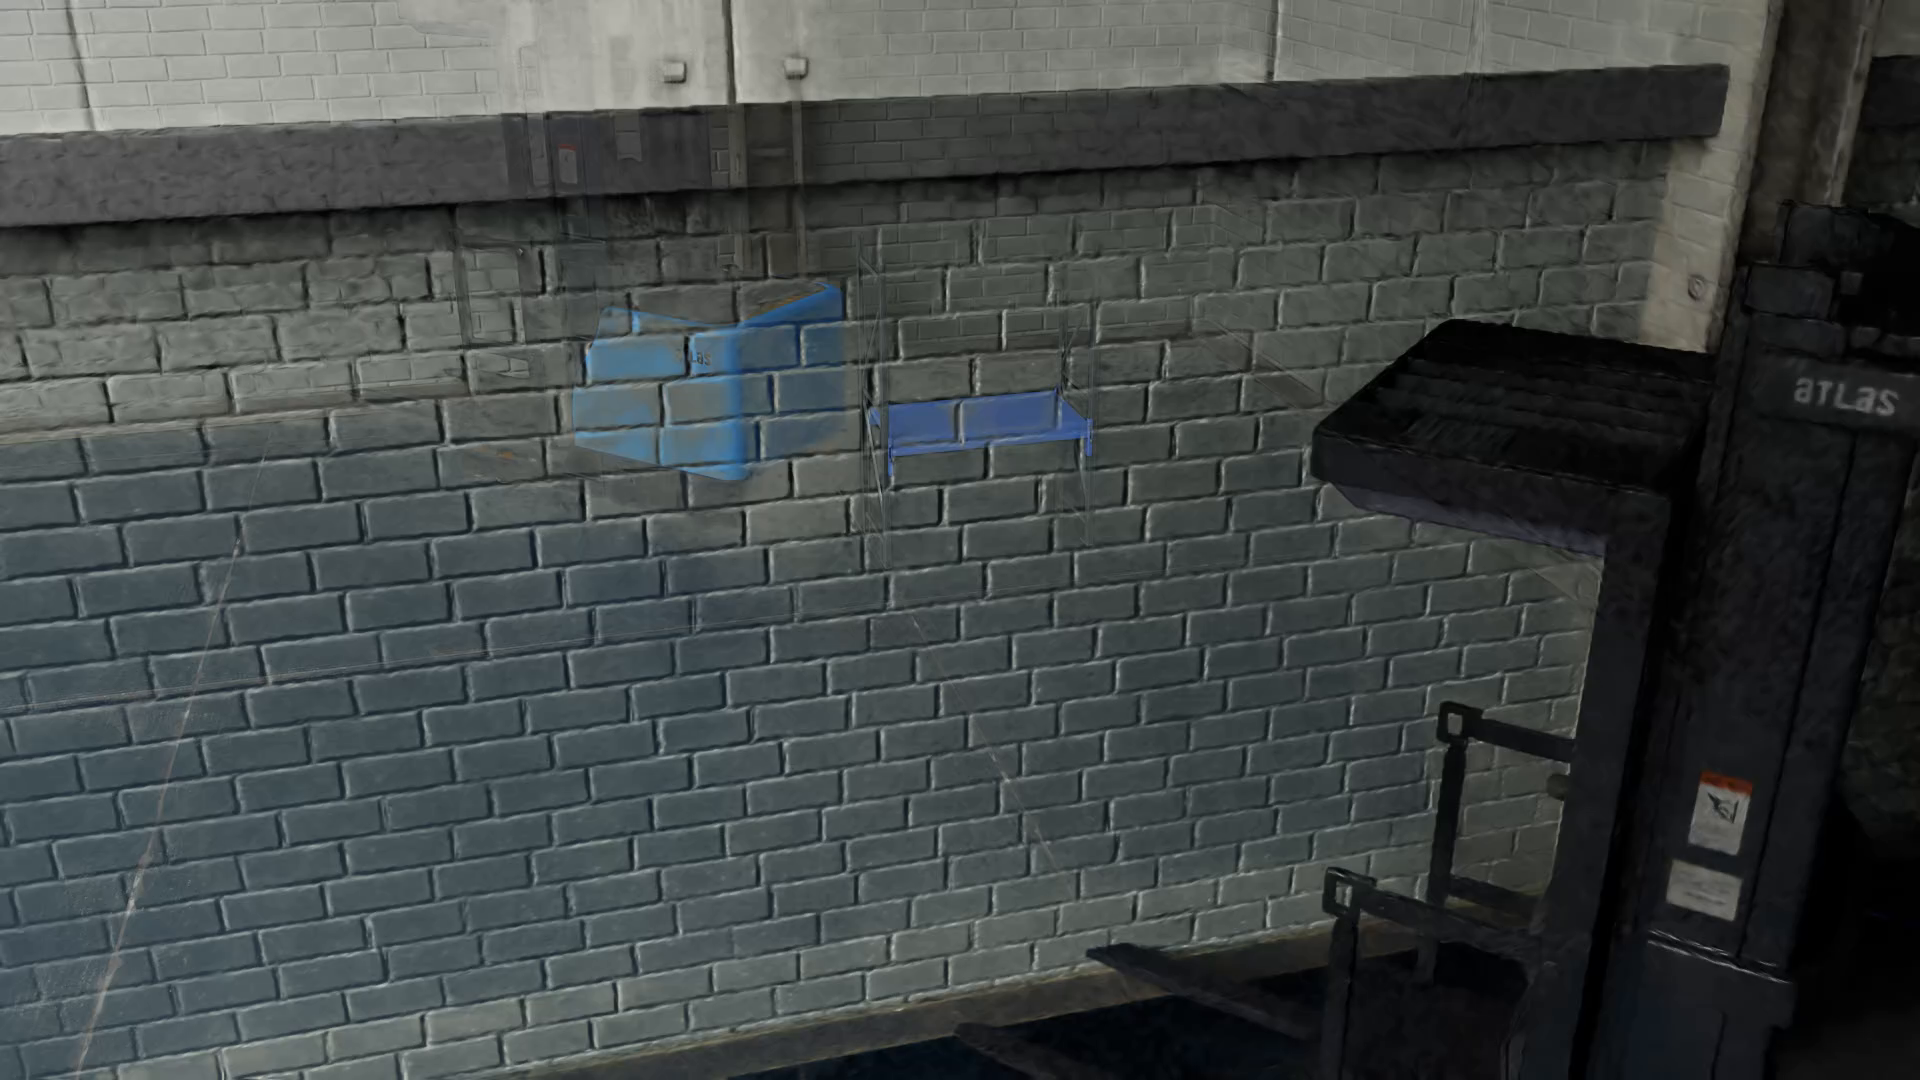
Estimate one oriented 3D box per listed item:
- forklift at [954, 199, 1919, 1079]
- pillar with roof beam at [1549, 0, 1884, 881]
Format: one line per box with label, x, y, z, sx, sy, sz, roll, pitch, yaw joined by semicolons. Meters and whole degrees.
forklift;-2.107;-1.812;8.755;3.031;2.935;1.130;13;27;28
pillar with roof beam;0.003;-3.480;4.948;0.400;9.000;9.100;-6;24;-14
